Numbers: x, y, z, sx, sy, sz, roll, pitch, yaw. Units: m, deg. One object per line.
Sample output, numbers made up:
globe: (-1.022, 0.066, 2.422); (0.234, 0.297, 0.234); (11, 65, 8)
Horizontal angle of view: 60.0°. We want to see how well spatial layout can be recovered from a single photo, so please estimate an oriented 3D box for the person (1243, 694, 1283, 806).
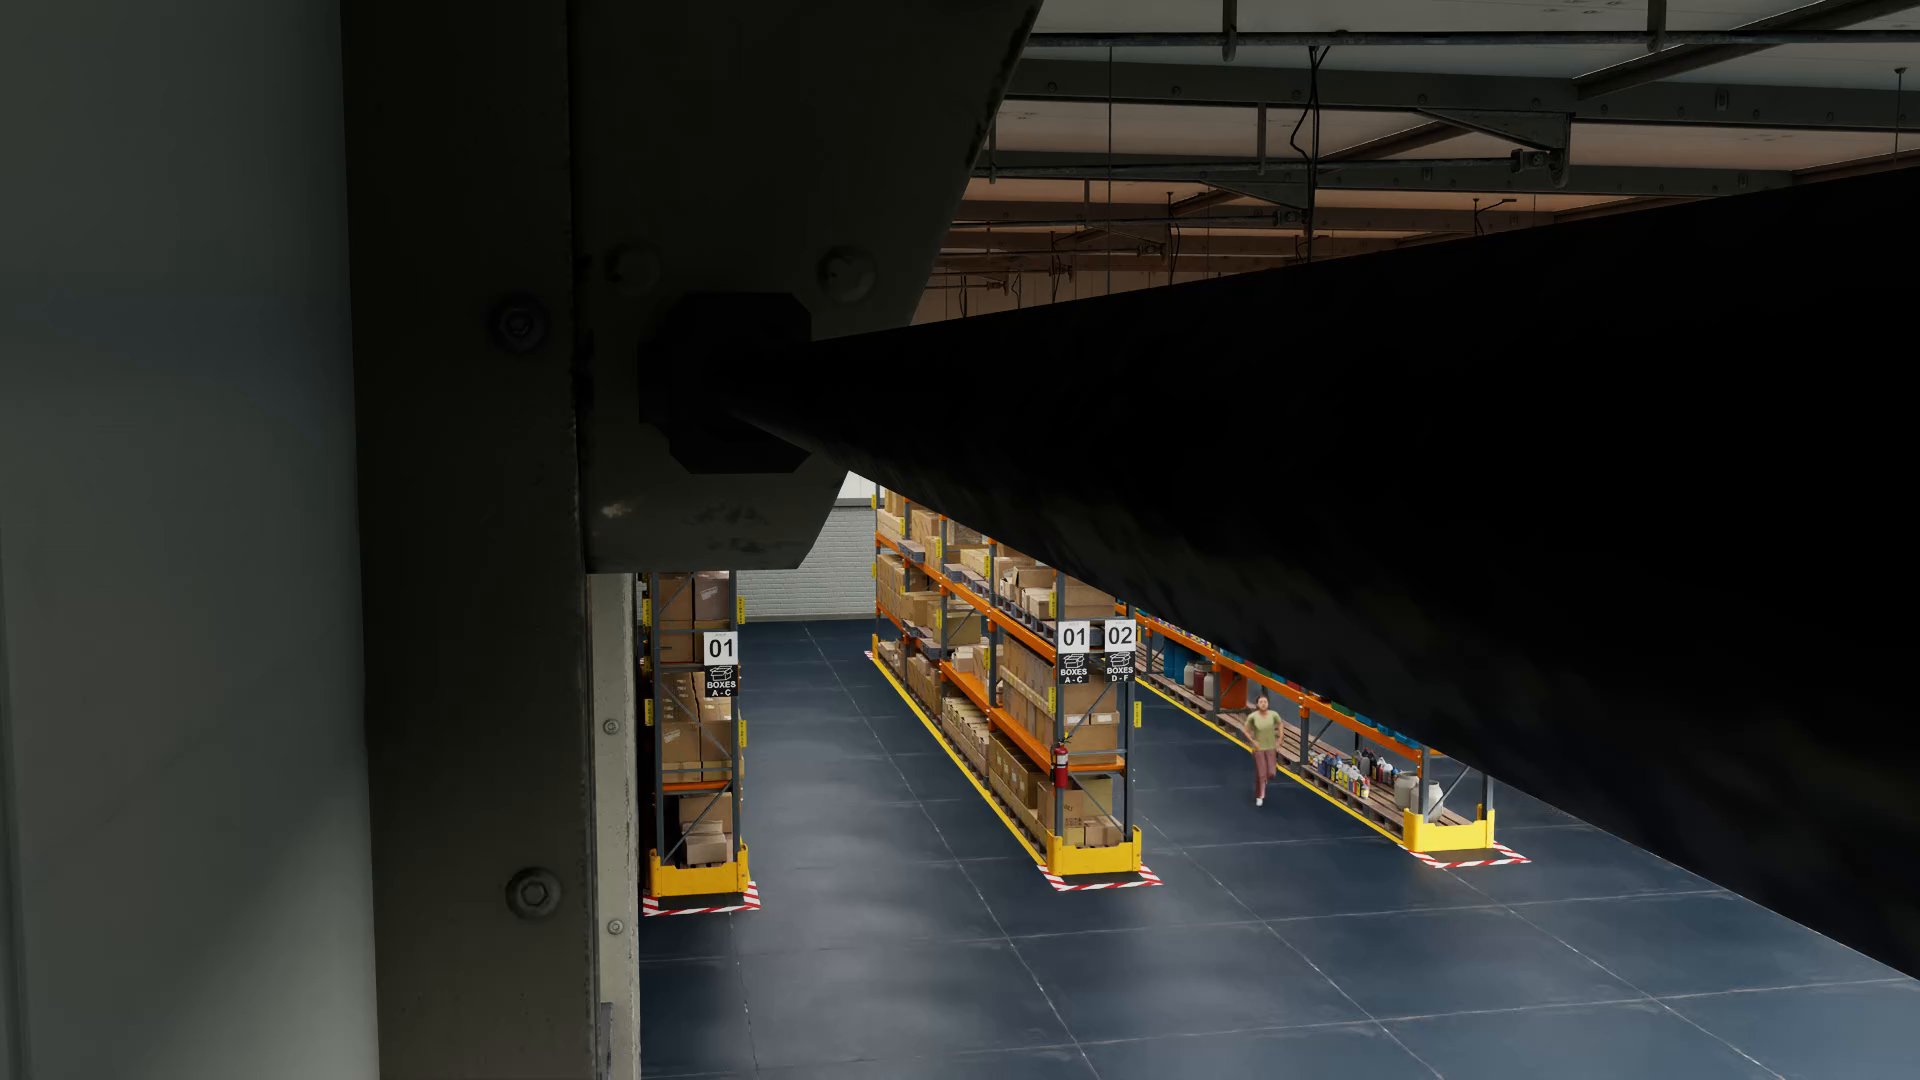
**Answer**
person: (4.422, 3.047, 24.238); (0.600, 1.637, 0.620); (0, 6, 0)
